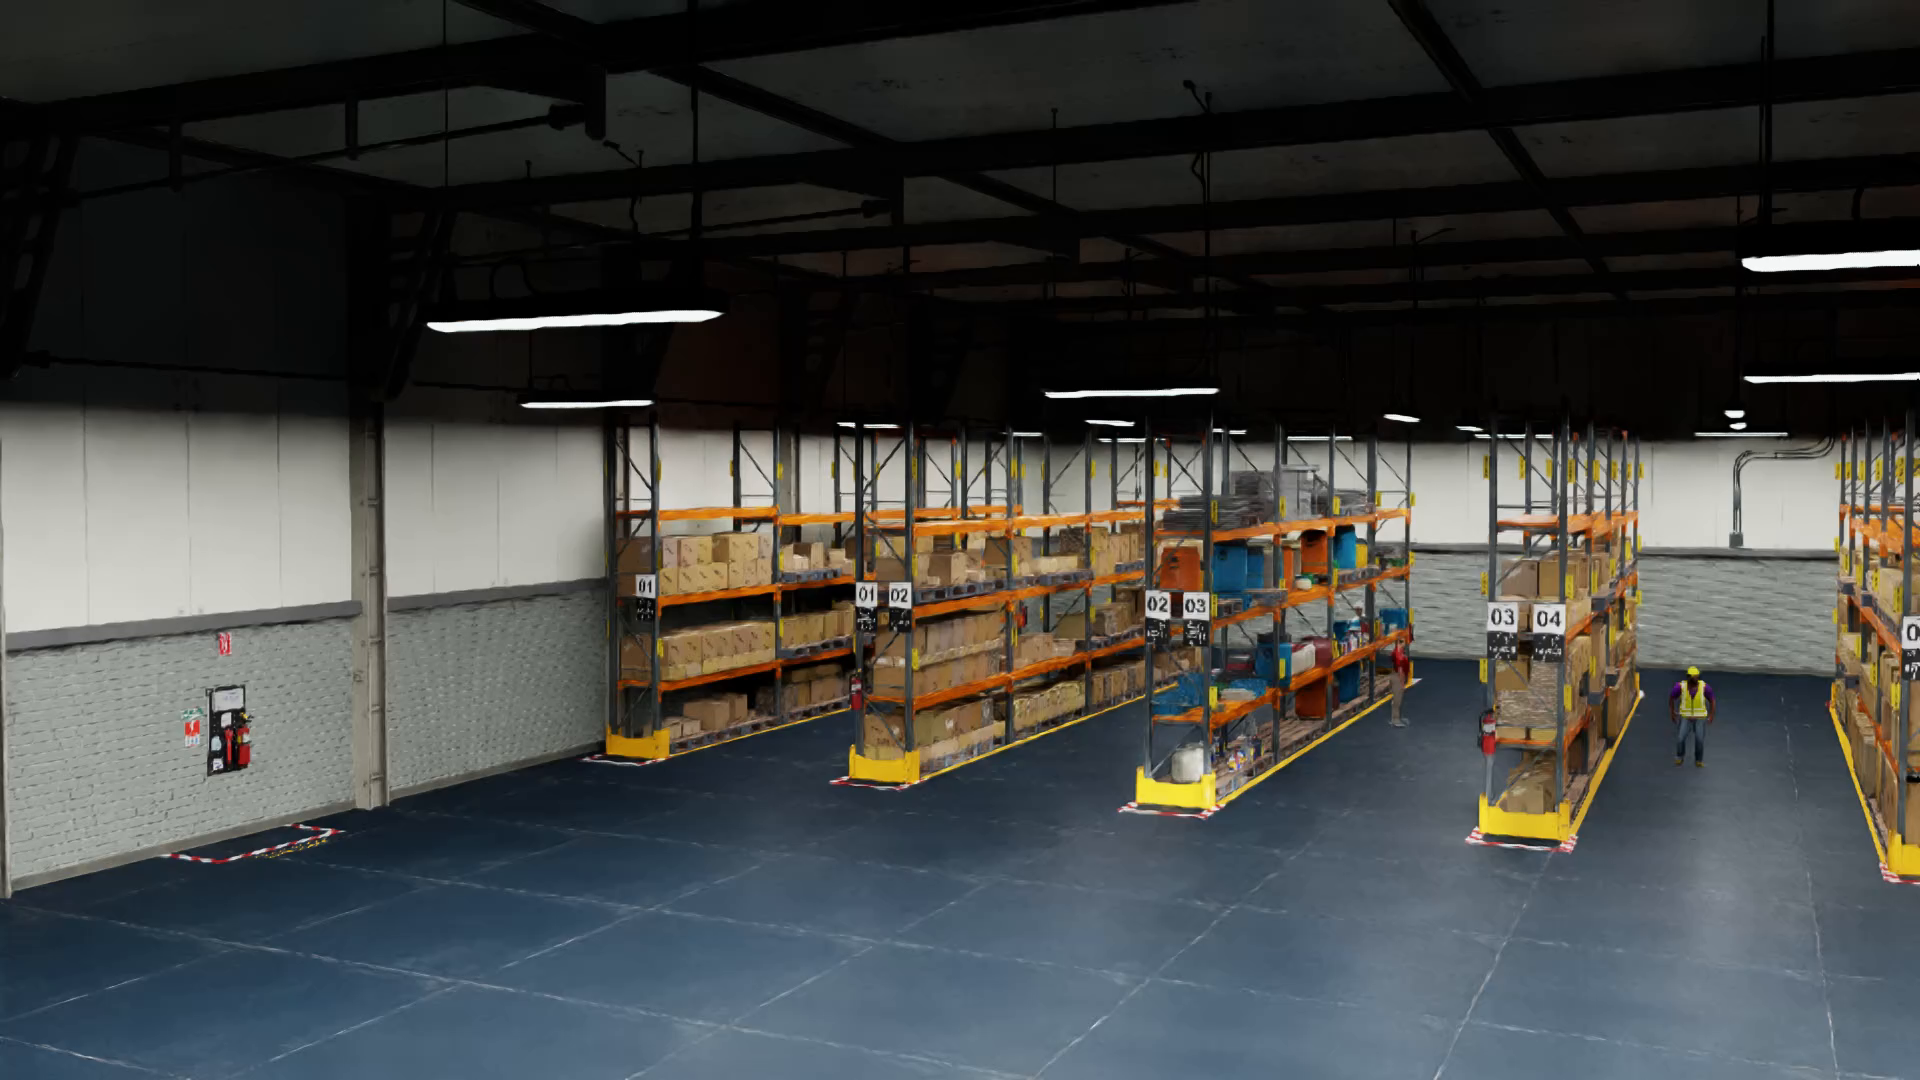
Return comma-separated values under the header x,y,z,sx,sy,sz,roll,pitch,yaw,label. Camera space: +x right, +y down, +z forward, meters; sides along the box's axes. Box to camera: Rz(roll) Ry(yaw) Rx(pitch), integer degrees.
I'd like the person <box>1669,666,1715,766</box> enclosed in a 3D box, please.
x,y,z,sx,sy,sz,roll,pitch,yaw,label
12.346,2.972,28.056,0.719,1.714,0.572,1,3,23,person

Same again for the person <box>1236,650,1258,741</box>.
x,y,z,sx,sy,sz,roll,pitch,yaw,label
5.079,2.750,29.433,0.523,1.576,0.603,2,3,34,person

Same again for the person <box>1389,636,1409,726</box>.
x,y,z,sx,sy,sz,roll,pitch,yaw,label
8.620,2.750,32.566,0.407,1.733,0.648,0,2,5,person

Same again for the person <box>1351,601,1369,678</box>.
x,y,z,sx,sy,sz,roll,pitch,yaw,label
9.279,2.299,38.581,0.430,1.760,0.596,0,2,-5,person
